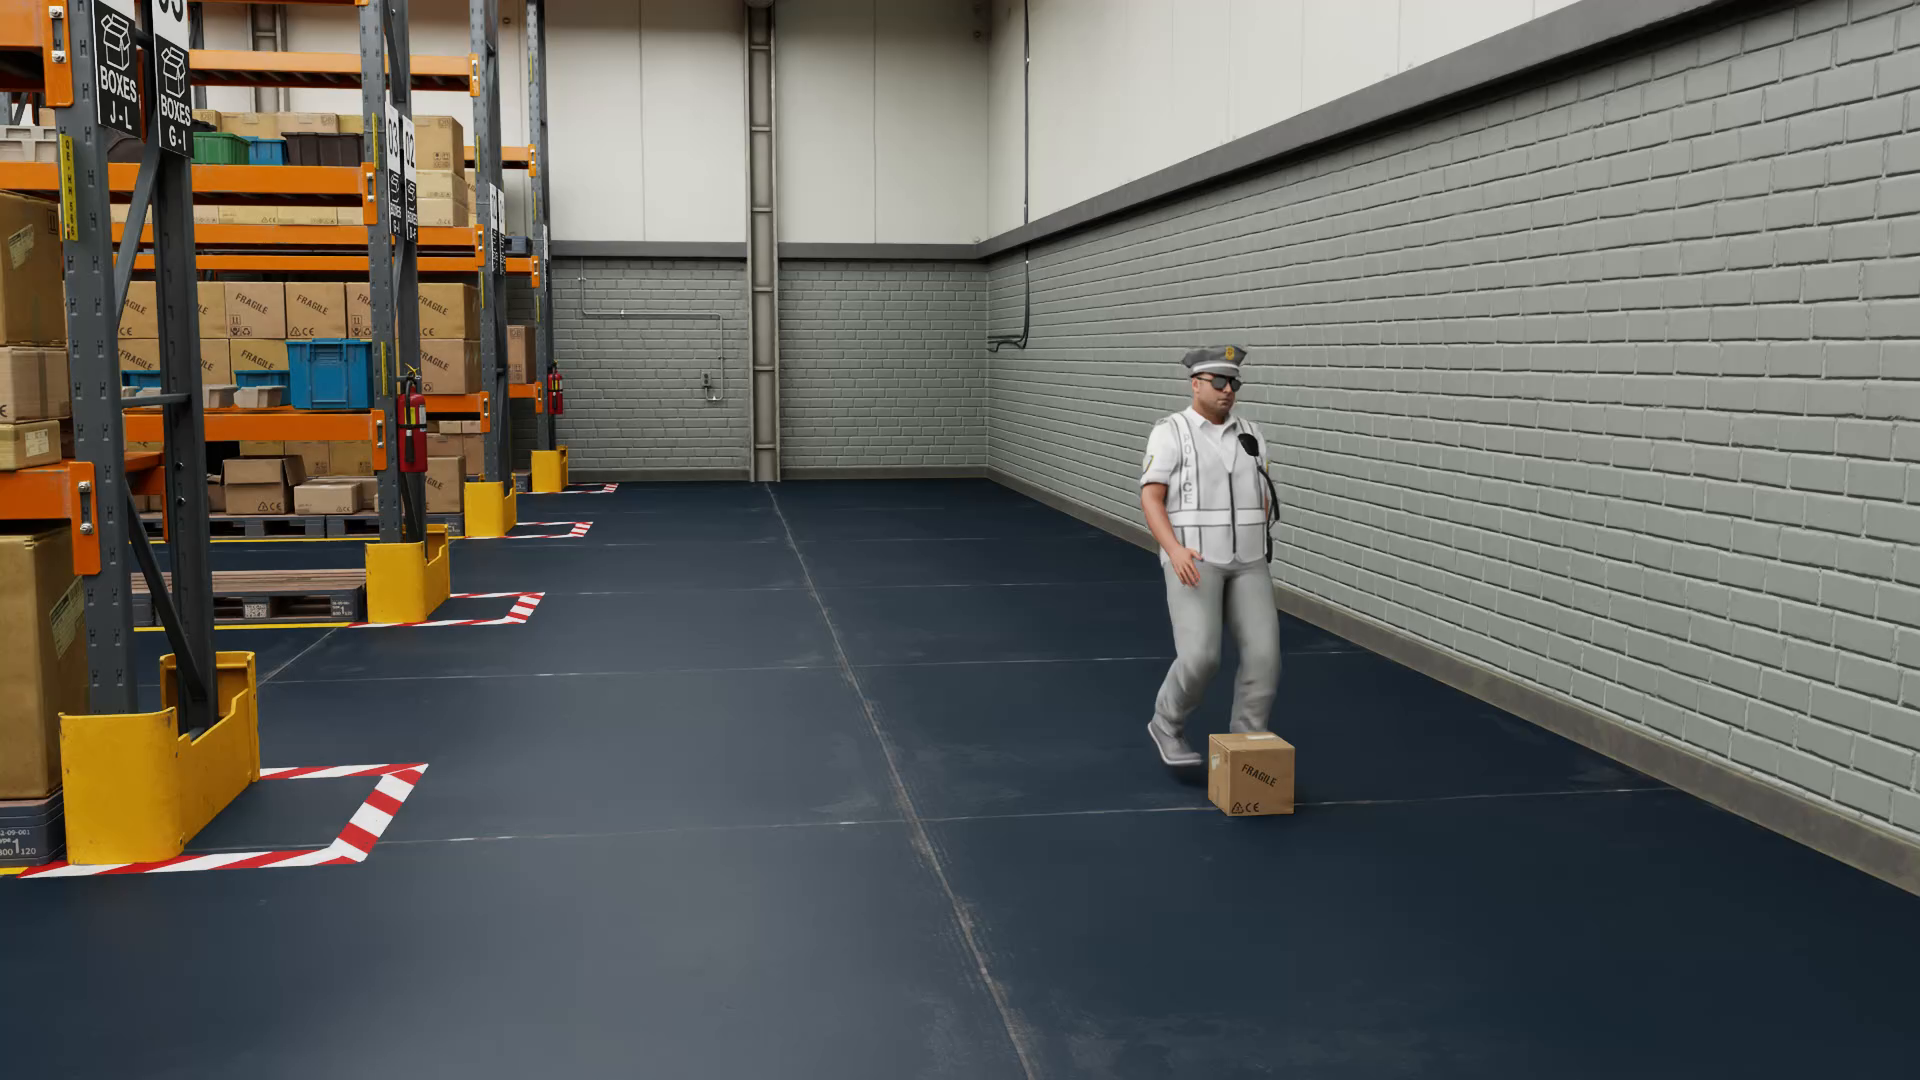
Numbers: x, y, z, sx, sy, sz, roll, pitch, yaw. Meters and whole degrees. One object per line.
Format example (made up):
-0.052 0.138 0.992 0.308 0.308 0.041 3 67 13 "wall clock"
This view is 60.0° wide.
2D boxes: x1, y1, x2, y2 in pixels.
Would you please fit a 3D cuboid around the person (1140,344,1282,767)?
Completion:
1.027 0.111 6.500 0.582 1.742 0.641 -2 7 -17 "person"
